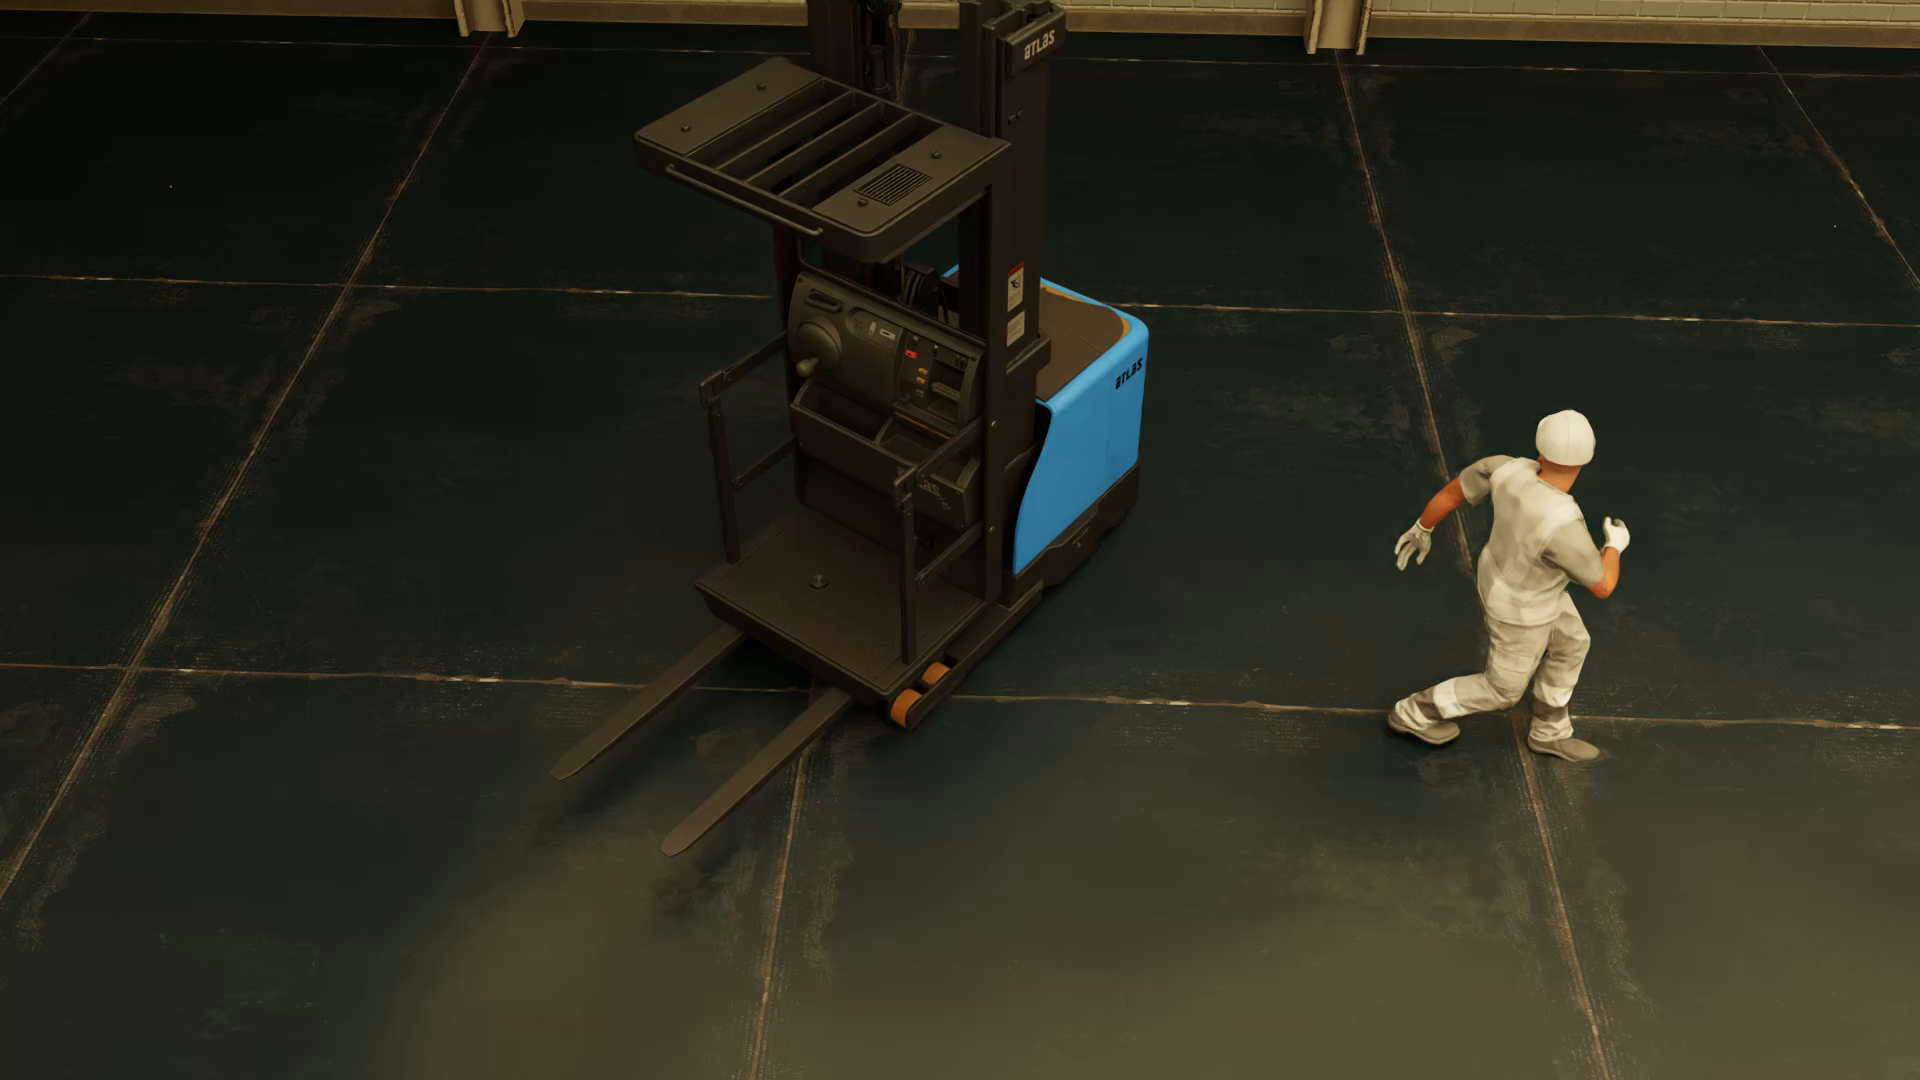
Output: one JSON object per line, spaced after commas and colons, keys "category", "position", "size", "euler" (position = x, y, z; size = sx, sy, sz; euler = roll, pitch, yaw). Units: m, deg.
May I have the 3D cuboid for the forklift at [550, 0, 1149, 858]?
{"category": "forklift", "position": [-0.439, -0.666, 6.472], "size": [1.130, 2.935, 3.031], "euler": [27, 49, 27]}

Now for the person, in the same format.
{"category": "person", "position": [2.194, 0.209, 6.453], "size": [0.969, 1.708, 0.558], "euler": [4, 43, 4]}
